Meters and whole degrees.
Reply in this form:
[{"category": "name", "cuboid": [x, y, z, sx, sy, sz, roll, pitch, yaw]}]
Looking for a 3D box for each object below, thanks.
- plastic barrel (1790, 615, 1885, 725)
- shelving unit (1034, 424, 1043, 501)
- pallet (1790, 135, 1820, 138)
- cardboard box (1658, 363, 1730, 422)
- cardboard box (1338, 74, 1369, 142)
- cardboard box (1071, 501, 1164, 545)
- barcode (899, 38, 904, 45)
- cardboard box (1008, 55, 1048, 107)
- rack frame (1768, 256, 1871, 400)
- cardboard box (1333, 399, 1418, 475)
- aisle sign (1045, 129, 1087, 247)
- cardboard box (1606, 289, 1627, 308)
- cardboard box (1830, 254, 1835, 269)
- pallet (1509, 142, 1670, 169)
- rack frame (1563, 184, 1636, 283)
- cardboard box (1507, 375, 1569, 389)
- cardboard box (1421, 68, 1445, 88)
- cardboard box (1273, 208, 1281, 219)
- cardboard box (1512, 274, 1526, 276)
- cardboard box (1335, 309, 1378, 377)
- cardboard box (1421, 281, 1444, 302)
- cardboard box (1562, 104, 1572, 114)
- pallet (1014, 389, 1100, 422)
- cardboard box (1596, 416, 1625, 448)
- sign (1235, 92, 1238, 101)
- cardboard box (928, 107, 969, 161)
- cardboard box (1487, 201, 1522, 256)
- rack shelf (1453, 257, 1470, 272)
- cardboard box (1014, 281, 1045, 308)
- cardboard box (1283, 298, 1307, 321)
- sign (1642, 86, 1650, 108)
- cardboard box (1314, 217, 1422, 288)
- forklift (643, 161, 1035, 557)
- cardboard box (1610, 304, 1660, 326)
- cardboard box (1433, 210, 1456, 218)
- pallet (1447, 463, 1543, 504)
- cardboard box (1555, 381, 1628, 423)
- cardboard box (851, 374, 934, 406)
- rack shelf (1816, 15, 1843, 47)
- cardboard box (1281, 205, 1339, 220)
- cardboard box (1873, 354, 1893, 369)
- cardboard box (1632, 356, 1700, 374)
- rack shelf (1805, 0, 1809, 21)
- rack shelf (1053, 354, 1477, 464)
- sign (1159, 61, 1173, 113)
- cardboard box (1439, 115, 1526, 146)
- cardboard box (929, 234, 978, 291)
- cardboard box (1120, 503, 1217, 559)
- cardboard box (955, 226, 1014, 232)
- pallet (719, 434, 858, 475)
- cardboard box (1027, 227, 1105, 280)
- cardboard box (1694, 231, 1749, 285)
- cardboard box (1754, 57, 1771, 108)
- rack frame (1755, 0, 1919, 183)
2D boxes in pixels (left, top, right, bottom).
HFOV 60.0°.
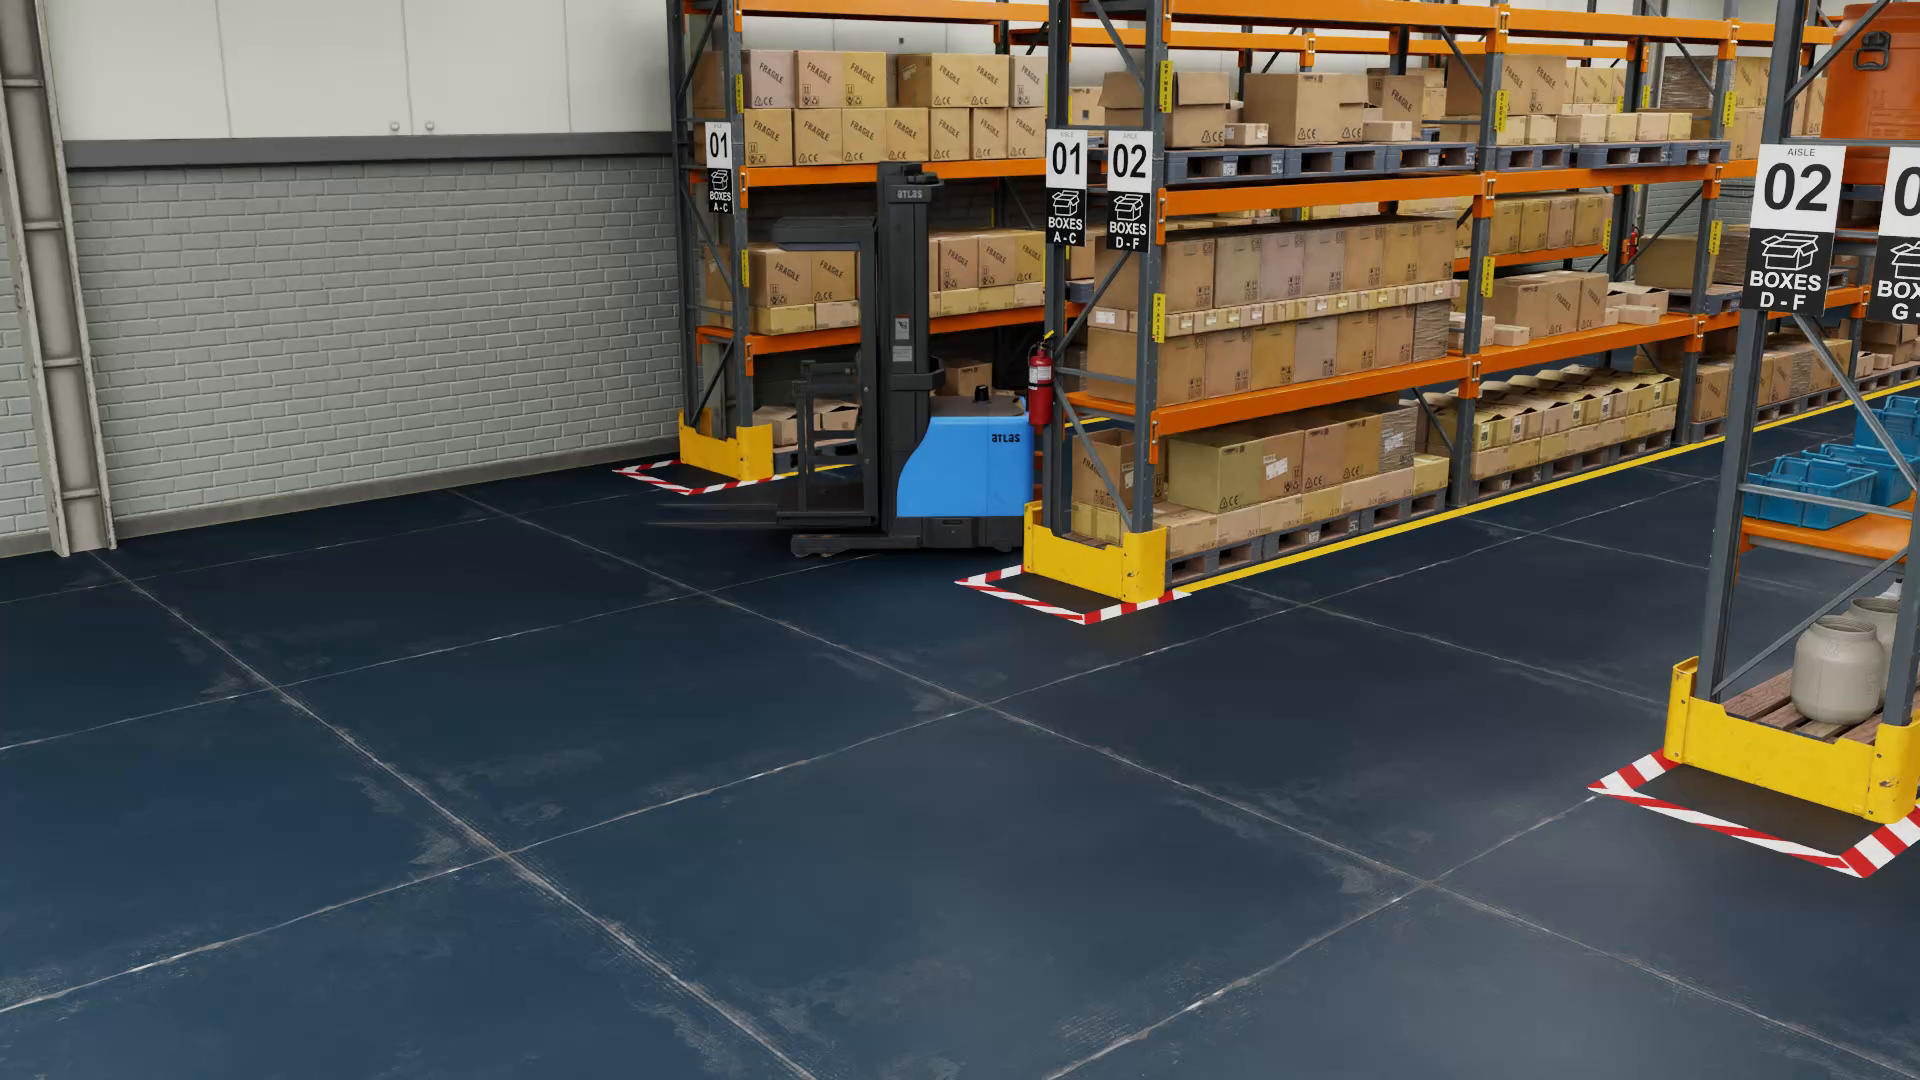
[{"category": "plastic barrel", "cuboid": [4.675, 0.690, 8.861, 0.421, 0.512, 0.421, 0, 15, 0]}, {"category": "shelving unit", "cuboid": [0.693, -0.601, 13.465, 0.252, 1.050, 0.215, 0, 15, -1]}, {"category": "pallet", "cuboid": [8.714, -4.266, 17.958, 1.003, 0.211, 1.213, -13, 19, -39]}, {"category": "cardboard box", "cuboid": [7.546, -1.529, 17.153, 0.500, 0.500, 0.500, -12, 19, -37]}, {"category": "cardboard box", "cuboid": [2.672, -3.340, 12.845, 0.637, 0.503, 0.797, -10, 18, -33]}, {"category": "cardboard box", "cuboid": [1.190, -0.170, 12.589, 0.500, 0.250, 0.500, -13, 19, -39]}, {"category": "barcode", "cuboid": [-0.588, -5.004, 16.678, 0.075, 0.075, 0.001, -13, 19, -39]}, {"category": "cardboard box", "cuboid": [0.543, -4.641, 16.831, 0.500, 0.500, 0.500, 14, 20, 42]}, {"category": "rack frame", "cuboid": [10.032, -3.180, 19.344, 0.127, 3.000, 1.000, -13, 19, -39]}, {"category": "cardboard box", "cuboid": [3.406, -0.858, 13.712, 0.500, 0.500, 0.500, -13, 19, -39]}, {"category": "aisle sign", "cuboid": [0.737, -2.449, 11.570, 0.004, 0.787, 0.394, -13, 19, -39]}, {"category": "cardboard box", "cuboid": [6.213, -2.346, 16.392, 0.500, 0.311, 0.500, -13, 20, -40]}, {"category": "cardboard box", "cuboid": [10.241, -3.363, 19.835, 0.500, 0.500, 0.500, -12, 19, -38]}, {"category": "pallet", "cuboid": [5.720, -3.538, 15.237, 1.213, 0.211, 1.003, -12, 19, -37]}, {"category": "rack frame", "cuboid": [9.795, -4.822, 25.488, 0.127, 3.000, 1.000, -13, 19, -39]}, {"category": "cardboard box", "cuboid": [5.650, -1.440, 16.256, 0.500, 0.311, 0.500, -13, 20, -41]}, {"category": "cardboard box", "cuboid": [6.028, -6.093, 21.936, 0.500, 0.250, 0.500, -11, 18, -35]}, {"category": "cardboard box", "cuboid": [3.932, -4.158, 20.741, 0.500, 0.250, 0.500, -12, 19, -38]}, {"category": "cardboard box", "cuboid": [8.340, -3.837, 24.576, 0.250, 0.149, 0.380, -12, 19, -39]}, {"category": "cardboard box", "cuboid": [2.892, -1.622, 13.317, 0.500, 0.500, 0.700, -12, 19, -39]}, {"category": "cardboard box", "cuboid": [3.745, -2.057, 13.689, 0.250, 0.149, 0.380, -13, 20, -41]}, {"category": "cardboard box", "cuboid": [8.248, -6.010, 23.406, 0.500, 0.250, 0.500, -13, 20, -41]}, {"category": "pallet", "cuboid": [1.329, -1.574, 18.733, 1.213, 0.211, 1.003, -13, 19, -39]}, {"category": "cardboard box", "cuboid": [6.010, -1.068, 15.950, 0.500, 0.250, 0.500, -12, 19, -38]}, {"category": "sign", "cuboid": [3.402, -5.313, 20.360, 0.005, 0.325, 0.100, -13, 19, -39]}, {"category": "cardboard box", "cuboid": [-0.259, -3.978, 16.284, 0.500, 0.500, 0.500, -14, 20, -41]}, {"category": "cardboard box", "cuboid": [7.198, -4.378, 23.245, 0.700, 0.700, 0.980, -12, 19, -39]}, {"category": "rack shelf", "cuboid": [5.269, -3.458, 21.776, 4.000, 0.370, 1.077, -13, 19, -39]}, {"category": "cardboard box", "cuboid": [0.584, -2.587, 17.373, 0.500, 0.250, 0.500, -13, 19, -39]}, {"category": "cardboard box", "cuboid": [2.387, -1.752, 12.547, 0.250, 0.149, 0.380, -13, 20, -40]}, {"category": "sign", "cuboid": [10.141, -6.552, 24.593, 0.005, 0.325, 0.100, -13, 19, -39]}, {"category": "cardboard box", "cuboid": [3.286, -2.338, 13.482, 0.500, 0.500, 0.700, -13, 20, -39]}, {"category": "forklift", "cuboid": [-0.945, -1.423, 12.897, 3.031, 2.935, 1.130, 0, 15, -1]}, {"category": "cardboard box", "cuboid": [6.518, -2.175, 16.067, 0.250, 0.149, 0.380, -13, 19, -39]}, {"category": "cardboard box", "cuboid": [6.216, -4.130, 22.091, 0.500, 0.500, 0.500, -12, 19, -39]}, {"category": "pallet", "cuboid": [4.527, -0.610, 15.126, 1.213, 0.211, 1.003, -13, 19, -39]}, {"category": "cardboard box", "cuboid": [6.011, -1.337, 15.871, 0.500, 0.311, 0.500, -13, 20, -40]}, {"category": "cardboard box", "cuboid": [-0.678, -1.427, 16.771, 0.500, 0.500, 0.700, -14, 21, -43]}, {"category": "rack shelf", "cuboid": [11.541, -6.068, 19.931, 4.000, 0.370, 1.077, -13, 19, -39]}, {"category": "cardboard box", "cuboid": [4.294, -4.062, 20.382, 0.500, 0.250, 0.500, -12, 19, -38]}, {"category": "cardboard box", "cuboid": [11.137, -2.201, 20.317, 0.250, 0.166, 0.380, -13, 19, -39]}, {"category": "cardboard box", "cuboid": [7.566, -1.712, 17.837, 0.500, 0.500, 0.500, -12, 19, -37]}, {"category": "rack shelf", "cuboid": [5.737, -2.879, 8.759, 4.000, 0.370, 1.077, -13, 19, -39]}, {"category": "rack shelf", "cuboid": [2.488, -1.139, 13.094, 4.000, 0.370, 1.077, -13, 19, -39]}, {"category": "sign", "cuboid": [1.339, -2.948, 10.815, 0.005, 0.325, 0.100, -13, 19, -39]}, {"category": "cardboard box", "cuboid": [4.468, -3.507, 14.232, 0.500, 0.250, 0.500, -10, 18, -34]}, {"category": "cardboard box", "cuboid": [-0.171, -2.779, 16.641, 0.500, 0.500, 0.500, -13, 20, -41]}, {"category": "cardboard box", "cuboid": [1.530, -0.069, 12.212, 0.500, 0.250, 0.500, -13, 19, -39]}, {"category": "cardboard box", "cuboid": [0.251, -3.049, 17.652, 0.500, 0.500, 0.500, -13, 20, -41]}, {"category": "pallet", "cuboid": [-1.582, -0.908, 16.239, 1.213, 0.211, 1.003, -13, 19, -39]}, {"category": "cardboard box", "cuboid": [1.149, -3.129, 18.106, 0.500, 0.500, 0.700, -13, 19, -39]}, {"category": "cardboard box", "cuboid": [8.231, -3.000, 17.662, 0.500, 0.500, 0.700, -9, 17, -29]}, {"category": "cardboard box", "cuboid": [8.117, -4.729, 17.197, 0.500, 0.500, 0.500, -13, 19, -39]}, {"category": "rack frame", "cuboid": [4.228, -3.081, 7.346, 0.127, 3.000, 1.000, -13, 19, -39]}]
